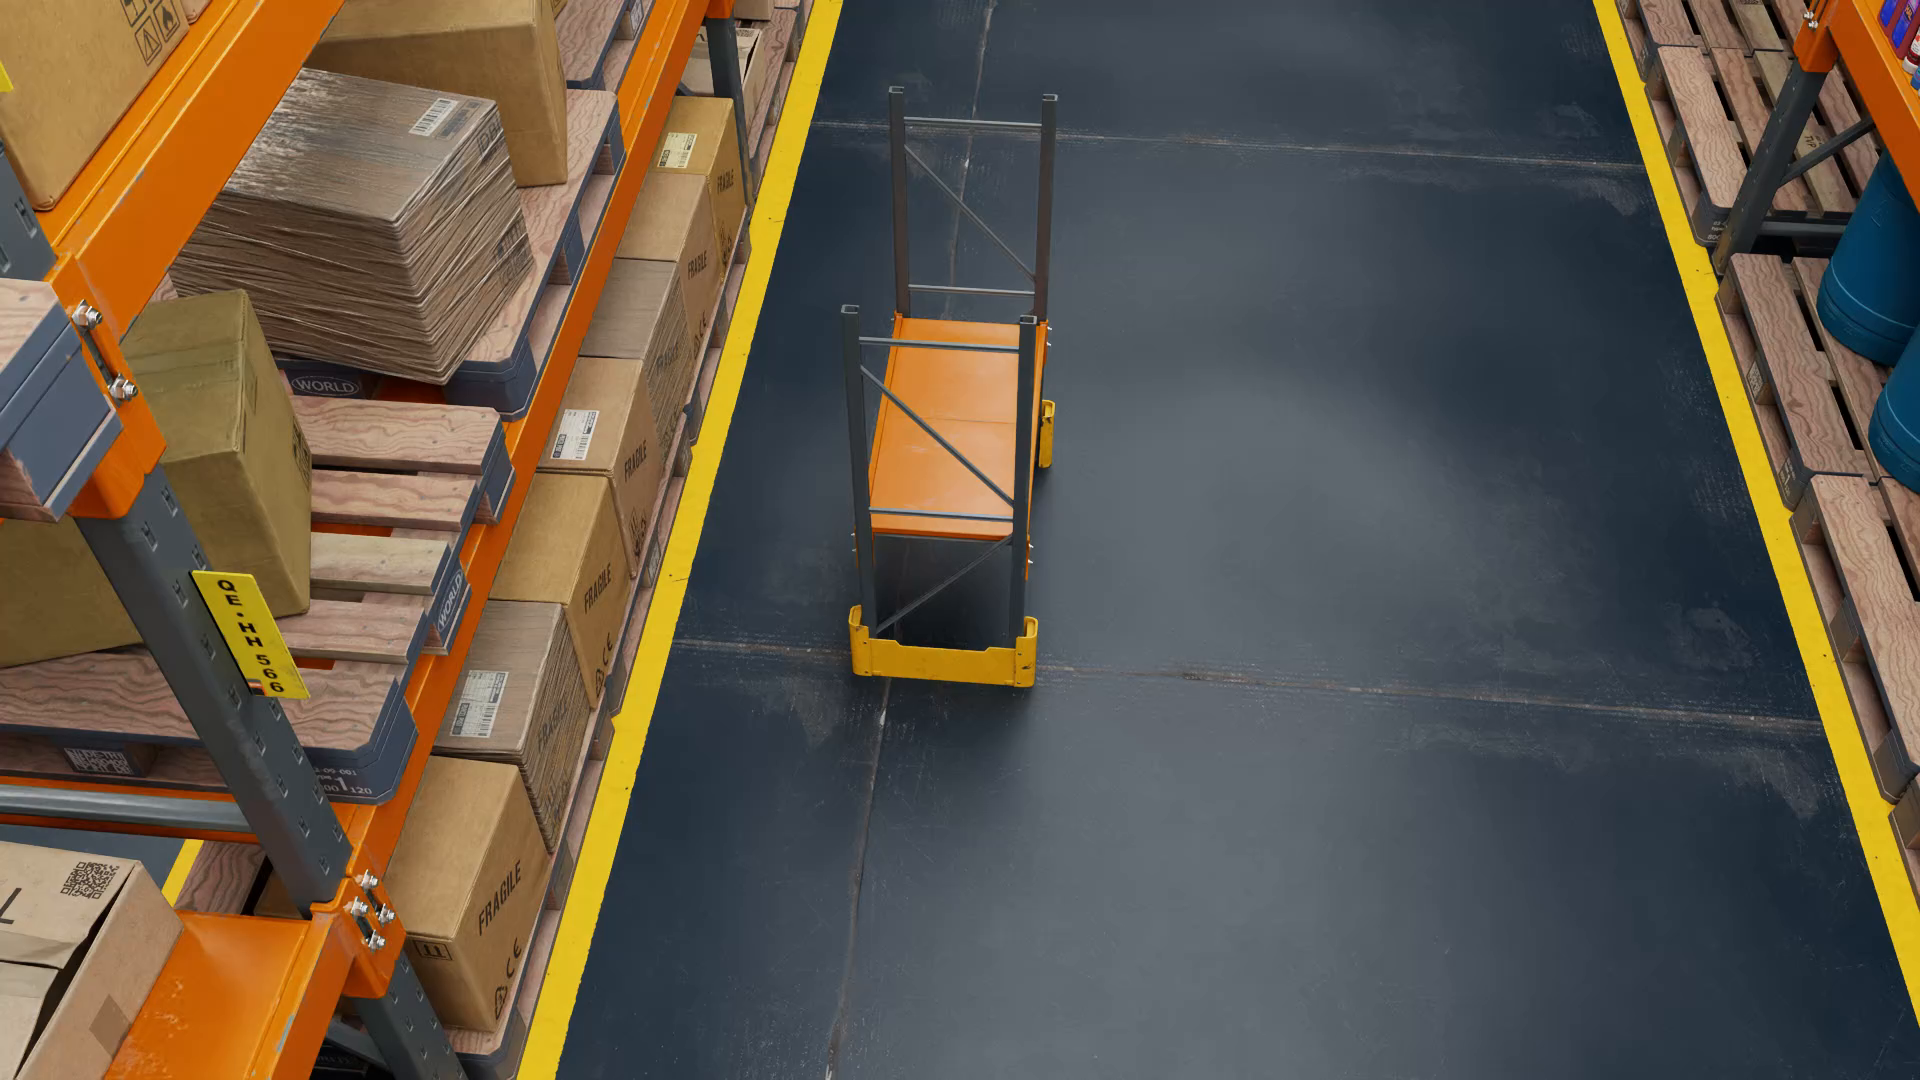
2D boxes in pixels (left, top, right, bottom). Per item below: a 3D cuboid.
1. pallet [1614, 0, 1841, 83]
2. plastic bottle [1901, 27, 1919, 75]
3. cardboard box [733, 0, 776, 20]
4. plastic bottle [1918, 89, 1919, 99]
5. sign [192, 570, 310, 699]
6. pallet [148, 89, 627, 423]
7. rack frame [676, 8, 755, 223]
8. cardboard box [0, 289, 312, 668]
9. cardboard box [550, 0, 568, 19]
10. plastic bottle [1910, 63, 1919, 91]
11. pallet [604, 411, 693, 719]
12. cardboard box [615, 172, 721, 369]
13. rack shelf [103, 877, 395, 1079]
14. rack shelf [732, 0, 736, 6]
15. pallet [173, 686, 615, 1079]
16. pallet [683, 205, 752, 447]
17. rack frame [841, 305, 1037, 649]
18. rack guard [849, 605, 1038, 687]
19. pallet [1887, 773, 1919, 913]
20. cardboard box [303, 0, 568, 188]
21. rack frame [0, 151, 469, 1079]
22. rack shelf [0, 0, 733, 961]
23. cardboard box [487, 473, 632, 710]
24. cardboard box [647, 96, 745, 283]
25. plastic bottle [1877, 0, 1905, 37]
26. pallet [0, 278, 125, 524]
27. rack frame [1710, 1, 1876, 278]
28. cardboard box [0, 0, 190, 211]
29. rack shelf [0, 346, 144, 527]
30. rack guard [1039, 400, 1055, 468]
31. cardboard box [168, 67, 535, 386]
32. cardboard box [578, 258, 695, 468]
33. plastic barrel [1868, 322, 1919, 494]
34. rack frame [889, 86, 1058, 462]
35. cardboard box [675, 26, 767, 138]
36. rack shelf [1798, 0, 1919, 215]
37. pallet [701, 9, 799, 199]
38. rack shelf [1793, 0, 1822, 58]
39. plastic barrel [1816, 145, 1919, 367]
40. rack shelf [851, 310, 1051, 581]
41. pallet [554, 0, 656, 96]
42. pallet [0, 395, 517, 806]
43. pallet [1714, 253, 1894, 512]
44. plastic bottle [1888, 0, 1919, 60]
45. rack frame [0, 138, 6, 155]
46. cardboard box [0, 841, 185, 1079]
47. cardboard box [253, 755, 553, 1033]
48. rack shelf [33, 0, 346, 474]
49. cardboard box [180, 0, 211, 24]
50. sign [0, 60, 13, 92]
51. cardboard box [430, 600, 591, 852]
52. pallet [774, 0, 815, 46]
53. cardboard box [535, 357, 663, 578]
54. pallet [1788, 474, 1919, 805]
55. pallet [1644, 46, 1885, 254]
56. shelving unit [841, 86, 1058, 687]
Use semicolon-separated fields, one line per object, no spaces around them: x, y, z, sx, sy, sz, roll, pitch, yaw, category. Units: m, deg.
3.698;-2.585;7.971;1.003;0.211;1.213;4;48;4;pallet
3.099;-1.592;5.308;0.097;0.201;0.097;0;48;0;plastic bottle
-1.049;-2.542;7.665;0.380;0.166;0.250;4;48;4;cardboard box
3.106;-1.459;5.136;0.152;0.276;0.135;4;48;4;plastic bottle
-1.183;0.163;2.783;0.100;0.325;0.005;4;48;4;sign
-1.563;-0.845;4.620;1.003;0.211;1.213;4;48;4;pallet
-1.371;-2.420;5.931;1.000;3.000;0.127;4;48;4;rack frame
-1.790;-0.127;3.481;0.700;0.500;0.500;-11;48;-10;cardboard box
-1.637;-1.753;4.968;0.700;0.500;0.500;11;48;10;cardboard box
3.090;-1.544;5.217;0.097;0.271;0.097;0;48;0;plastic bottle
-1.516;0.020;5.588;1.003;0.211;1.213;4;48;4;pallet
-1.184;-0.980;6.010;0.500;0.500;0.500;4;48;4;cardboard box
-1.918;2.232;2.164;1.077;0.370;4.000;4;48;4;rack shelf
-1.189;-3.647;7.540;1.077;0.370;4.000;4;48;4;rack shelf
-1.630;0.914;4.771;1.003;0.211;1.213;4;48;4;pallet
-1.408;-0.879;6.411;1.003;0.211;1.213;4;48;4;pallet
-0.054;-0.070;4.798;0.500;1.500;0.032;4;48;4;rack frame
-0.052;0.338;5.272;0.587;0.250;0.087;4;48;4;rack guard
3.227;1.214;4.496;1.003;0.211;1.213;4;48;4;pallet
-1.471;-1.293;4.548;0.700;0.500;0.500;-7;48;-6;cardboard box
-1.736;0.519;3.242;1.000;3.000;0.127;4;48;4;rack frame
-1.553;-0.708;4.852;1.077;0.370;4.000;4;48;4;rack shelf
-1.317;0.146;4.980;0.500;0.500;0.500;3;48;3;cardboard box
-1.131;-1.343;6.341;0.500;0.500;0.500;4;48;3;cardboard box
3.103;-1.804;5.446;0.061;0.283;0.133;4;48;4;plastic bottle
-1.708;0.075;1.743;1.213;0.211;1.003;6;48;5;pallet
3.561;-2.084;5.623;1.000;3.000;0.127;4;48;4;rack frame
-1.729;-0.850;2.394;0.910;0.500;0.500;4;48;4;cardboard box
-1.918;1.219;1.057;1.077;0.370;4.000;4;48;4;rack shelf
0.038;-0.394;5.941;0.587;0.250;0.087;4;48;4;rack guard
-1.517;-0.786;4.084;0.700;0.500;0.500;12;49;11;cardboard box
-1.230;-0.612;5.673;0.500;0.500;0.500;4;48;4;cardboard box
3.430;-0.599;5.402;0.600;0.901;0.708;4;48;4;plastic barrel
0.039;-0.817;5.481;0.500;1.500;0.032;4;48;4;rack frame
-1.117;-1.955;7.029;0.500;0.311;0.500;4;48;4;cardboard box
3.379;-0.372;4.545;1.077;0.370;4.000;4;48;4;rack shelf
-1.308;-1.983;7.421;1.003;0.211;1.213;4;48;4;pallet
3.744;-3.311;7.233;1.077;0.370;4.000;4;48;4;rack shelf
3.495;-1.119;5.878;0.600;0.901;0.708;4;48;4;plastic barrel
-0.008;-0.322;5.272;0.538;0.185;1.000;4;48;4;rack shelf
-1.553;-1.775;5.471;1.003;0.211;1.213;4;48;4;pallet
-1.744;0.081;3.773;1.213;0.211;1.003;4;48;4;pallet
3.449;-0.579;6.136;1.003;0.211;1.213;4;48;4;pallet
3.091;-1.706;5.357;0.061;0.283;0.133;4;48;4;plastic bottle
-1.736;-1.505;1.029;1.000;3.000;0.127;4;48;4;rack frame
-1.812;0.814;3.033;0.500;0.311;0.500;7;48;6;cardboard box
-1.410;0.899;4.291;0.500;0.500;0.500;6;48;5;cardboard box
-1.553;-1.720;3.745;1.077;0.370;4.000;4;48;4;rack shelf
-1.683;-1.224;2.737;0.910;0.500;0.500;4;48;4;cardboard box
-1.184;-0.651;1.876;0.100;0.325;0.005;4;48;4;sign
-1.367;0.514;4.643;0.500;0.500;0.500;2;48;2;cardboard box
-1.199;-2.882;8.243;1.003;0.211;1.213;4;48;4;pallet
-1.274;-0.238;5.331;0.500;0.500;0.500;2;48;2;cardboard box
3.341;0.320;5.314;1.003;0.211;1.213;4;48;4;pallet
3.590;-1.686;7.149;1.003;0.211;1.213;4;48;4;pallet
-0.007;-0.450;5.145;0.587;1.500;1.083;4;48;4;shelving unit
